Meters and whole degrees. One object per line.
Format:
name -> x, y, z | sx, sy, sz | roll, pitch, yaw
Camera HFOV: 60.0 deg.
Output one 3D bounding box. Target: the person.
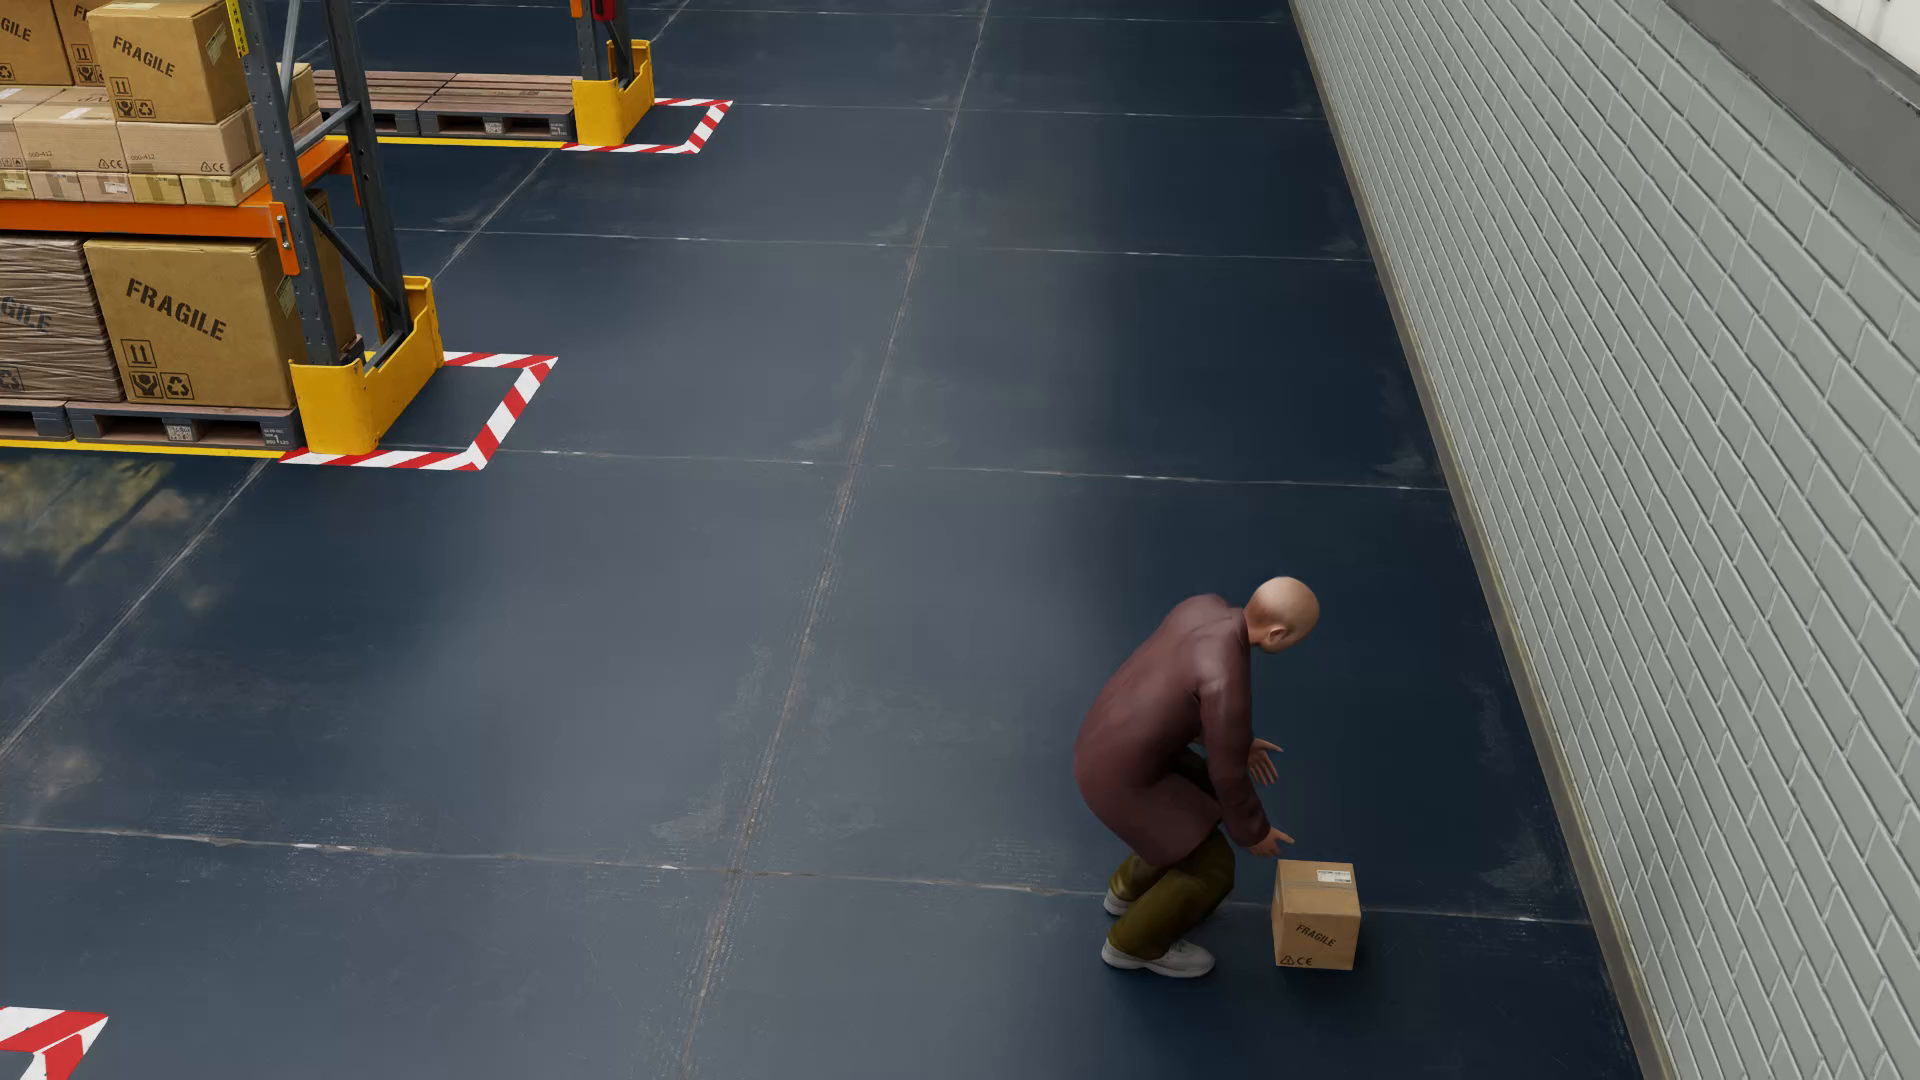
person -> 0.719, 0.721, 5.319 | 0.719, 1.423, 0.632 | 3, 32, 4
